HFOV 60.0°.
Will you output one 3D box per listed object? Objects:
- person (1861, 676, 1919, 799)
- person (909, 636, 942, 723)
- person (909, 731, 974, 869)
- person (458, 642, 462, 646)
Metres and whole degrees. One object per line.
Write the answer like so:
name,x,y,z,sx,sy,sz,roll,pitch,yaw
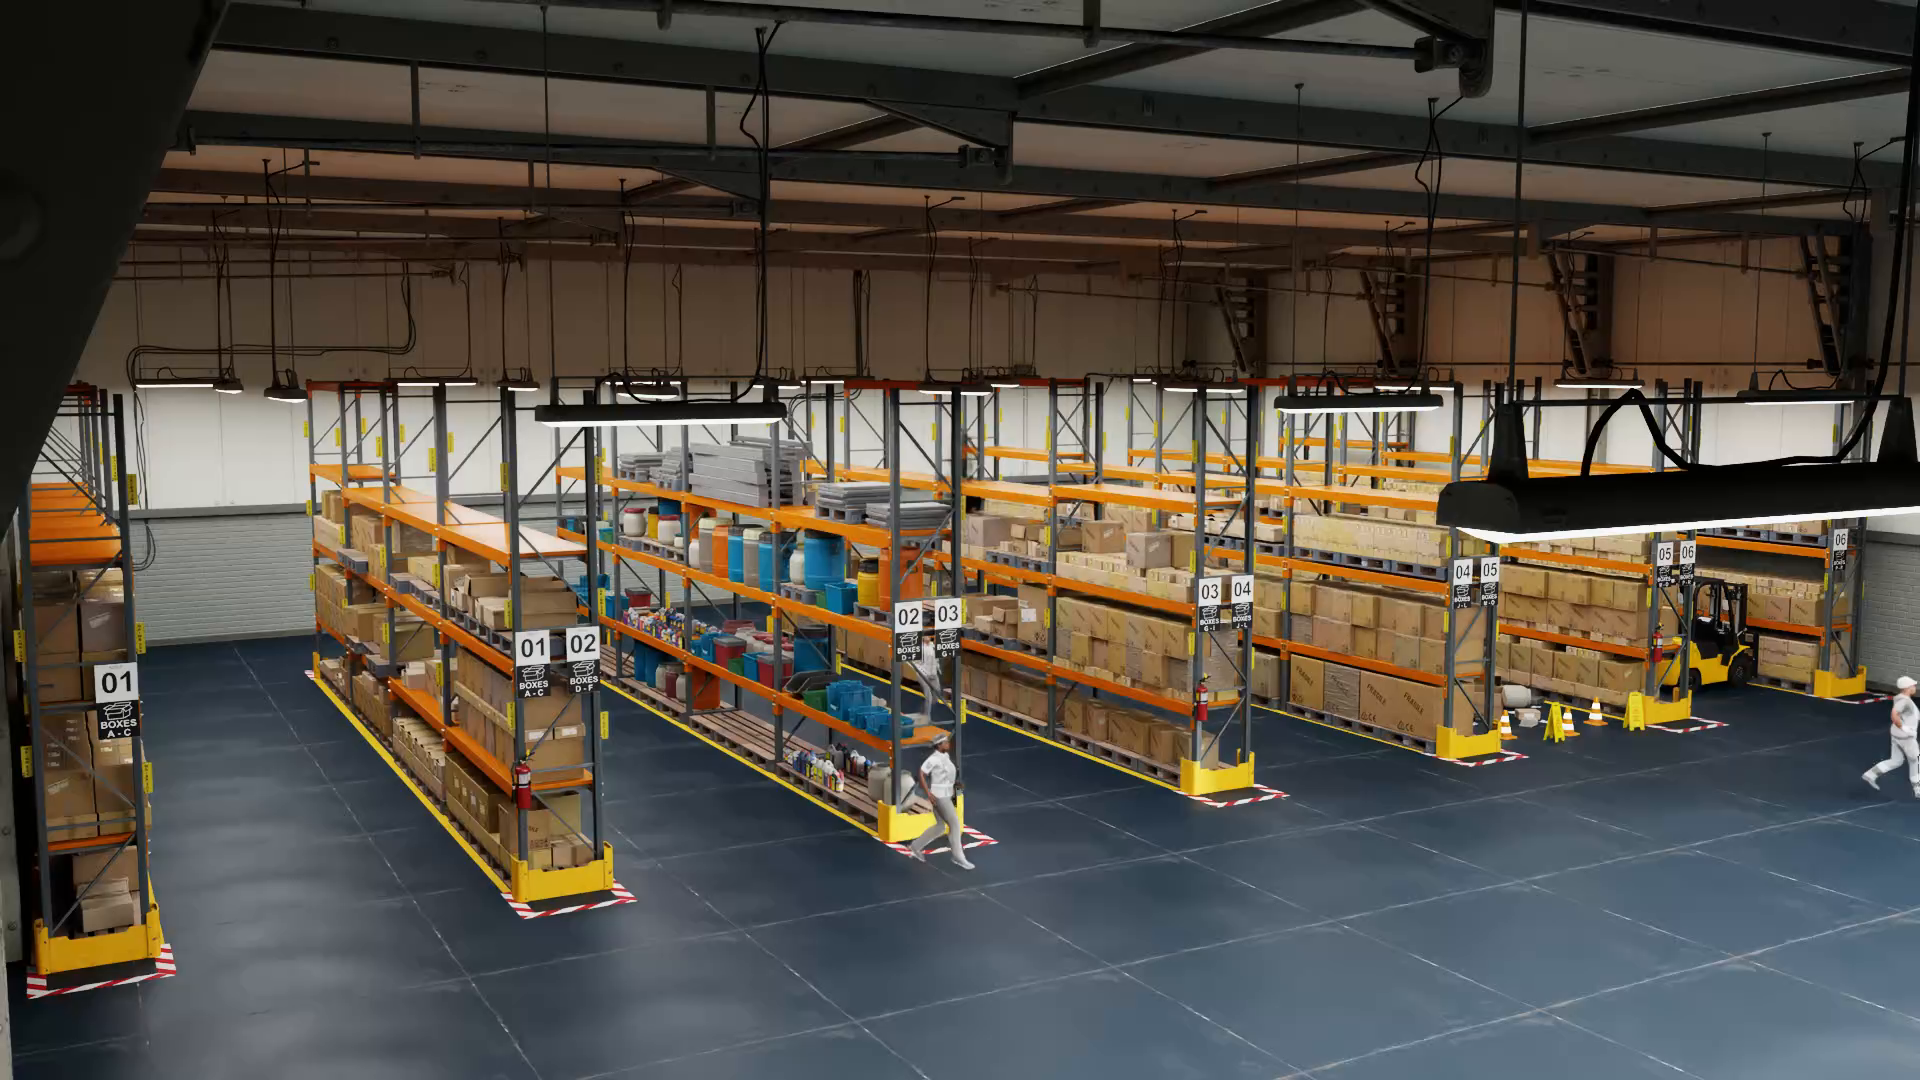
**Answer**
person,13.665,2.867,24.117,0.994,1.796,0.654,2,6,14
person,-0.548,2.264,27.794,0.607,1.655,0.526,-5,8,-37
person,-0.210,3.261,21.010,0.856,1.689,0.609,1,6,12
person,-9.875,1.965,33.069,0.734,1.752,0.805,-5,8,-40
